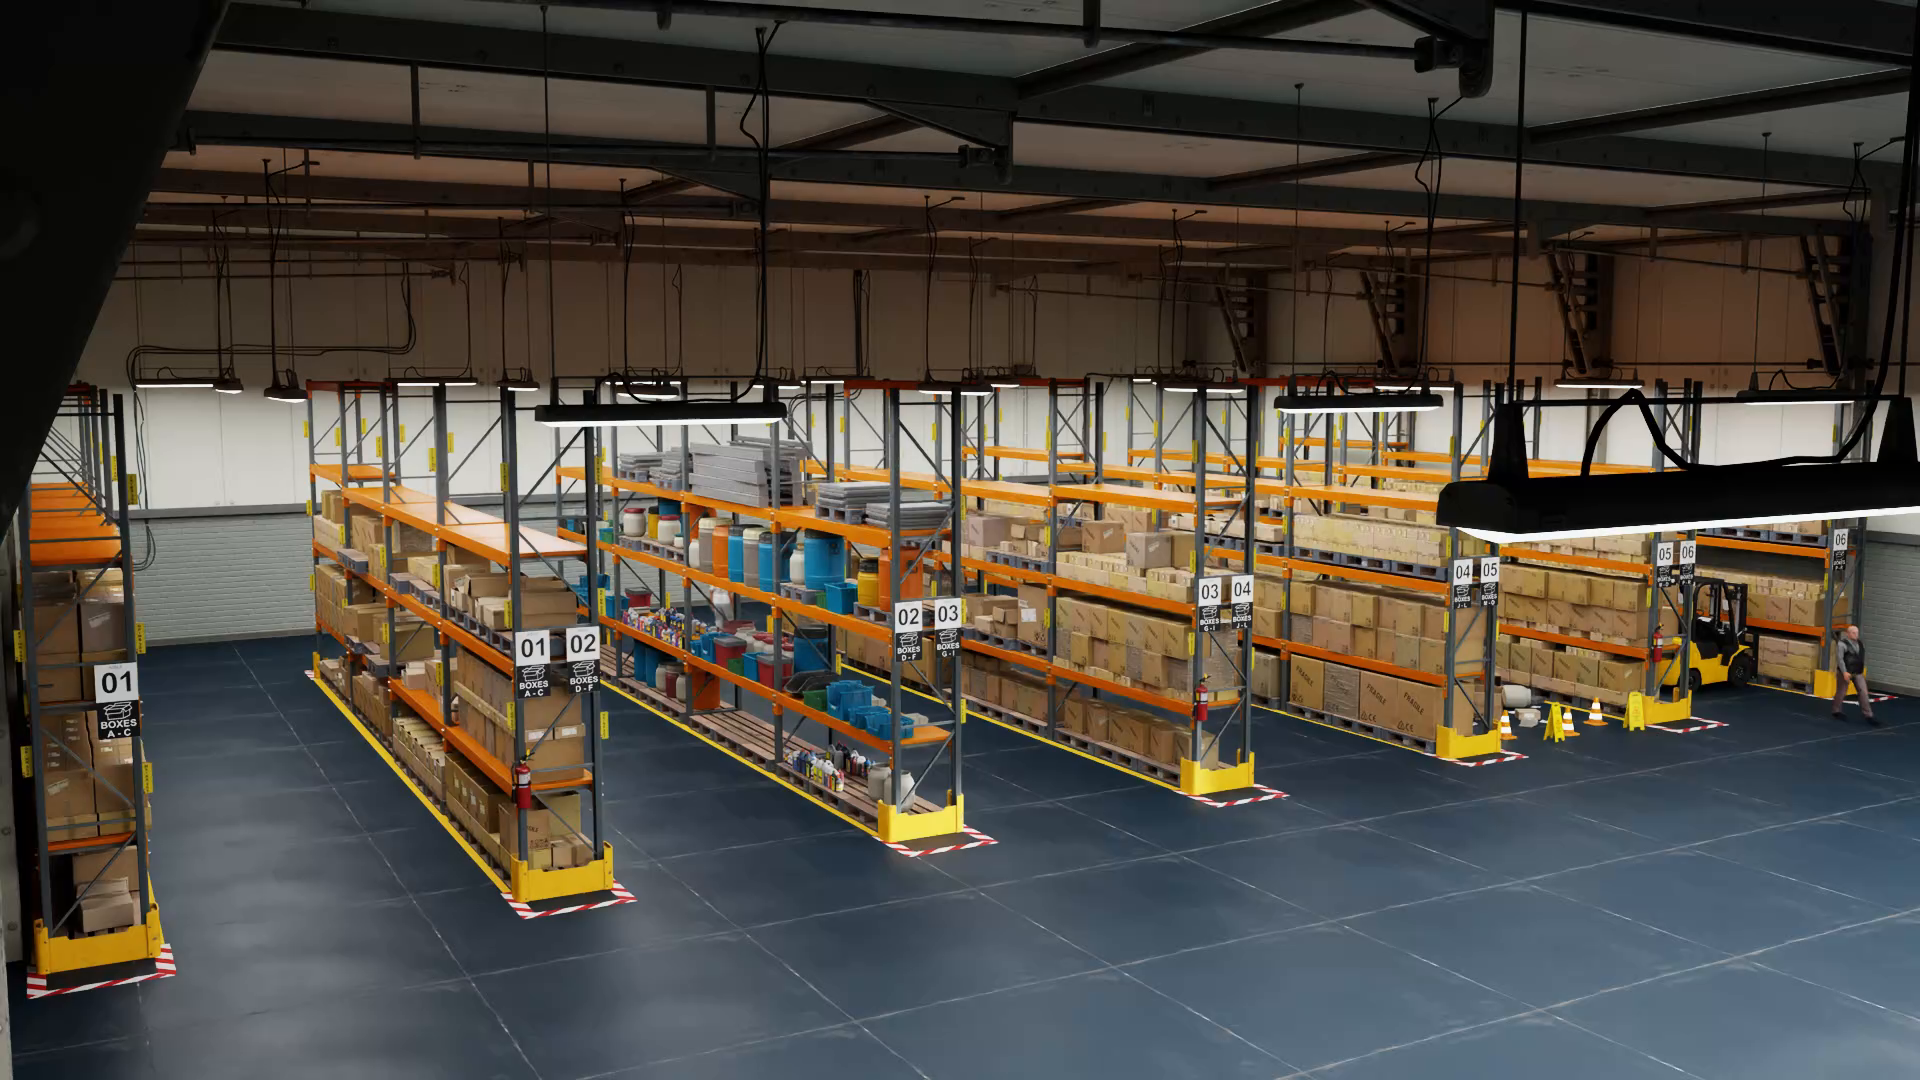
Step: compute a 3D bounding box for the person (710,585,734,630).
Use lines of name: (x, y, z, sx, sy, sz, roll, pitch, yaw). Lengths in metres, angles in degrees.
person: (-5.403, 1.458, 37.721, 0.590, 1.776, 0.493, 2, 7, 21)

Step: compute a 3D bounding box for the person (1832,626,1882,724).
person: (15.748, 2.359, 29.278, 0.580, 1.676, 0.923, 0, 6, -3)
